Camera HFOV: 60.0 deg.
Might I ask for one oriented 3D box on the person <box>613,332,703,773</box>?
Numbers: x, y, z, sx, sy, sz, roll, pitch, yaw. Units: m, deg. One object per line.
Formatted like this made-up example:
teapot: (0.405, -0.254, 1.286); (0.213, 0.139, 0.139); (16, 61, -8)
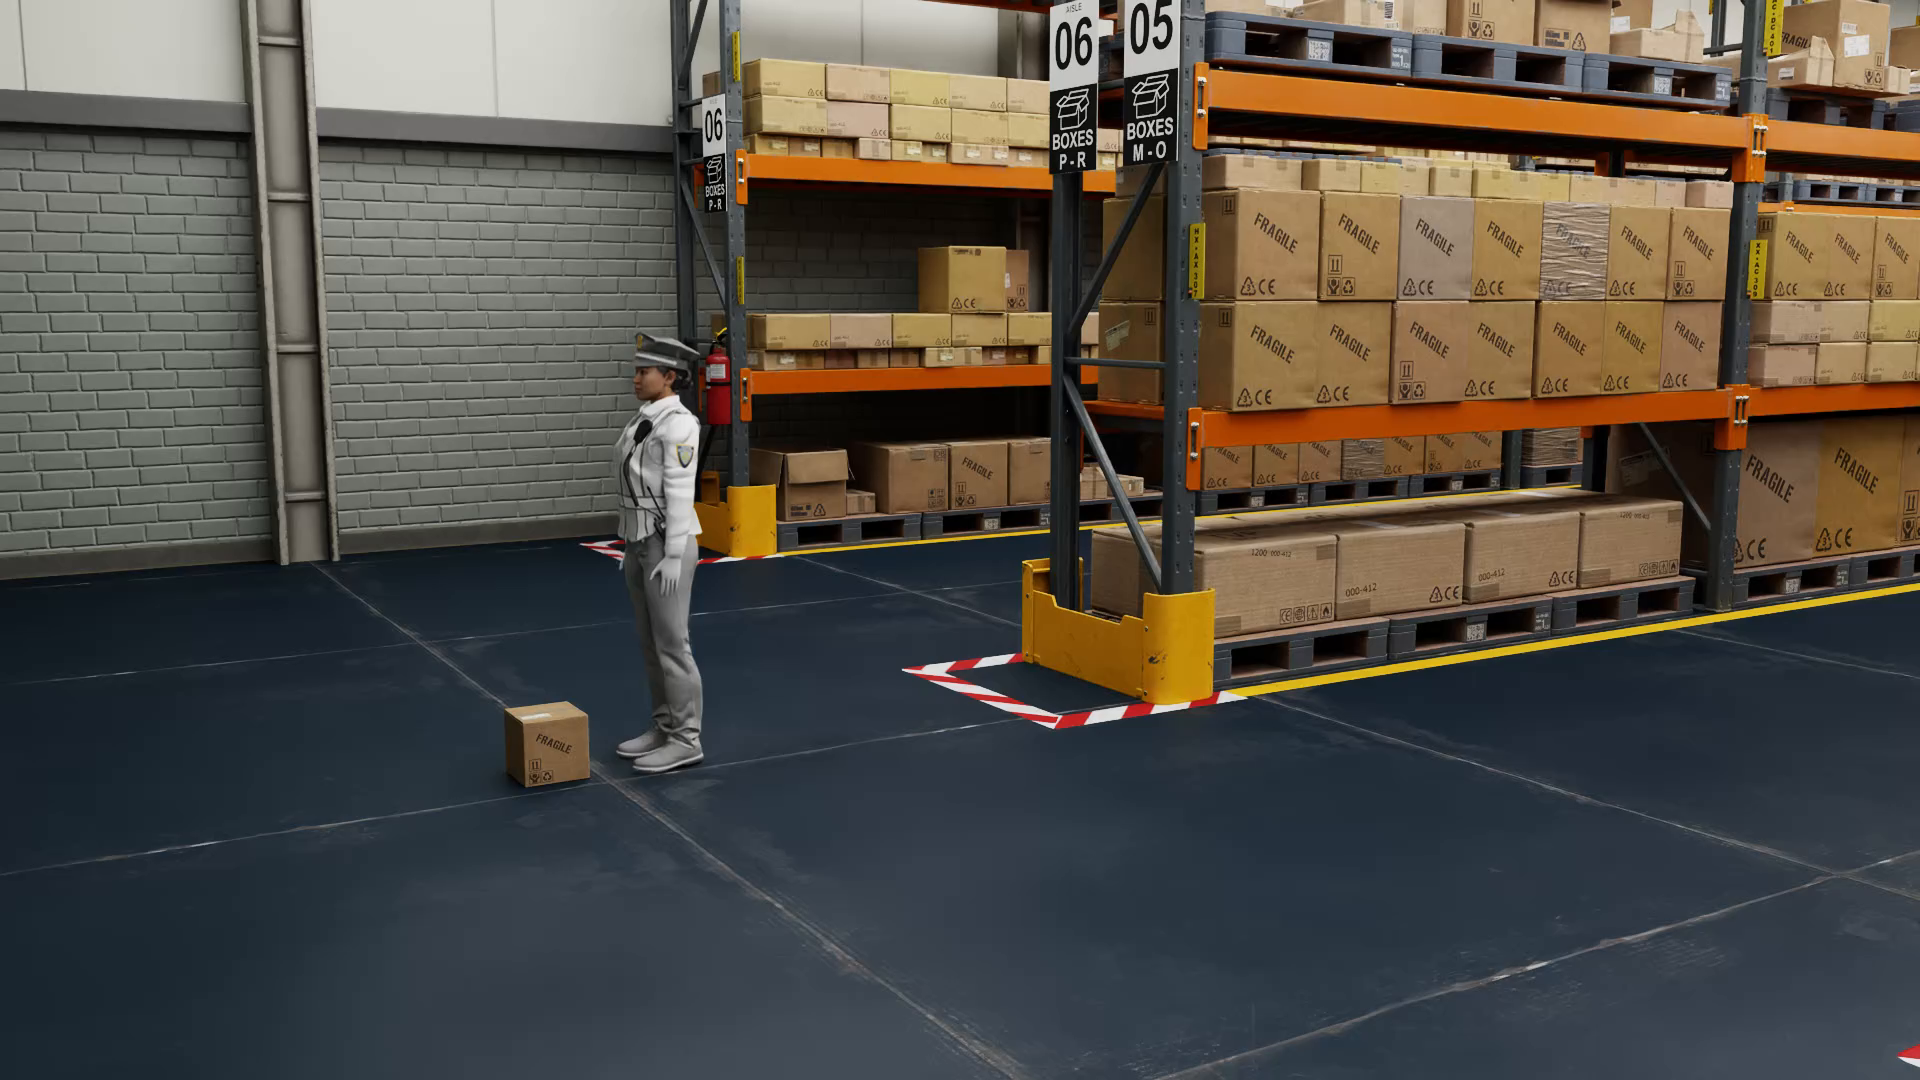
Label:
person: (-1.174, 0.039, 6.490); (0.347, 1.690, 0.472); (-5, 9, -29)
